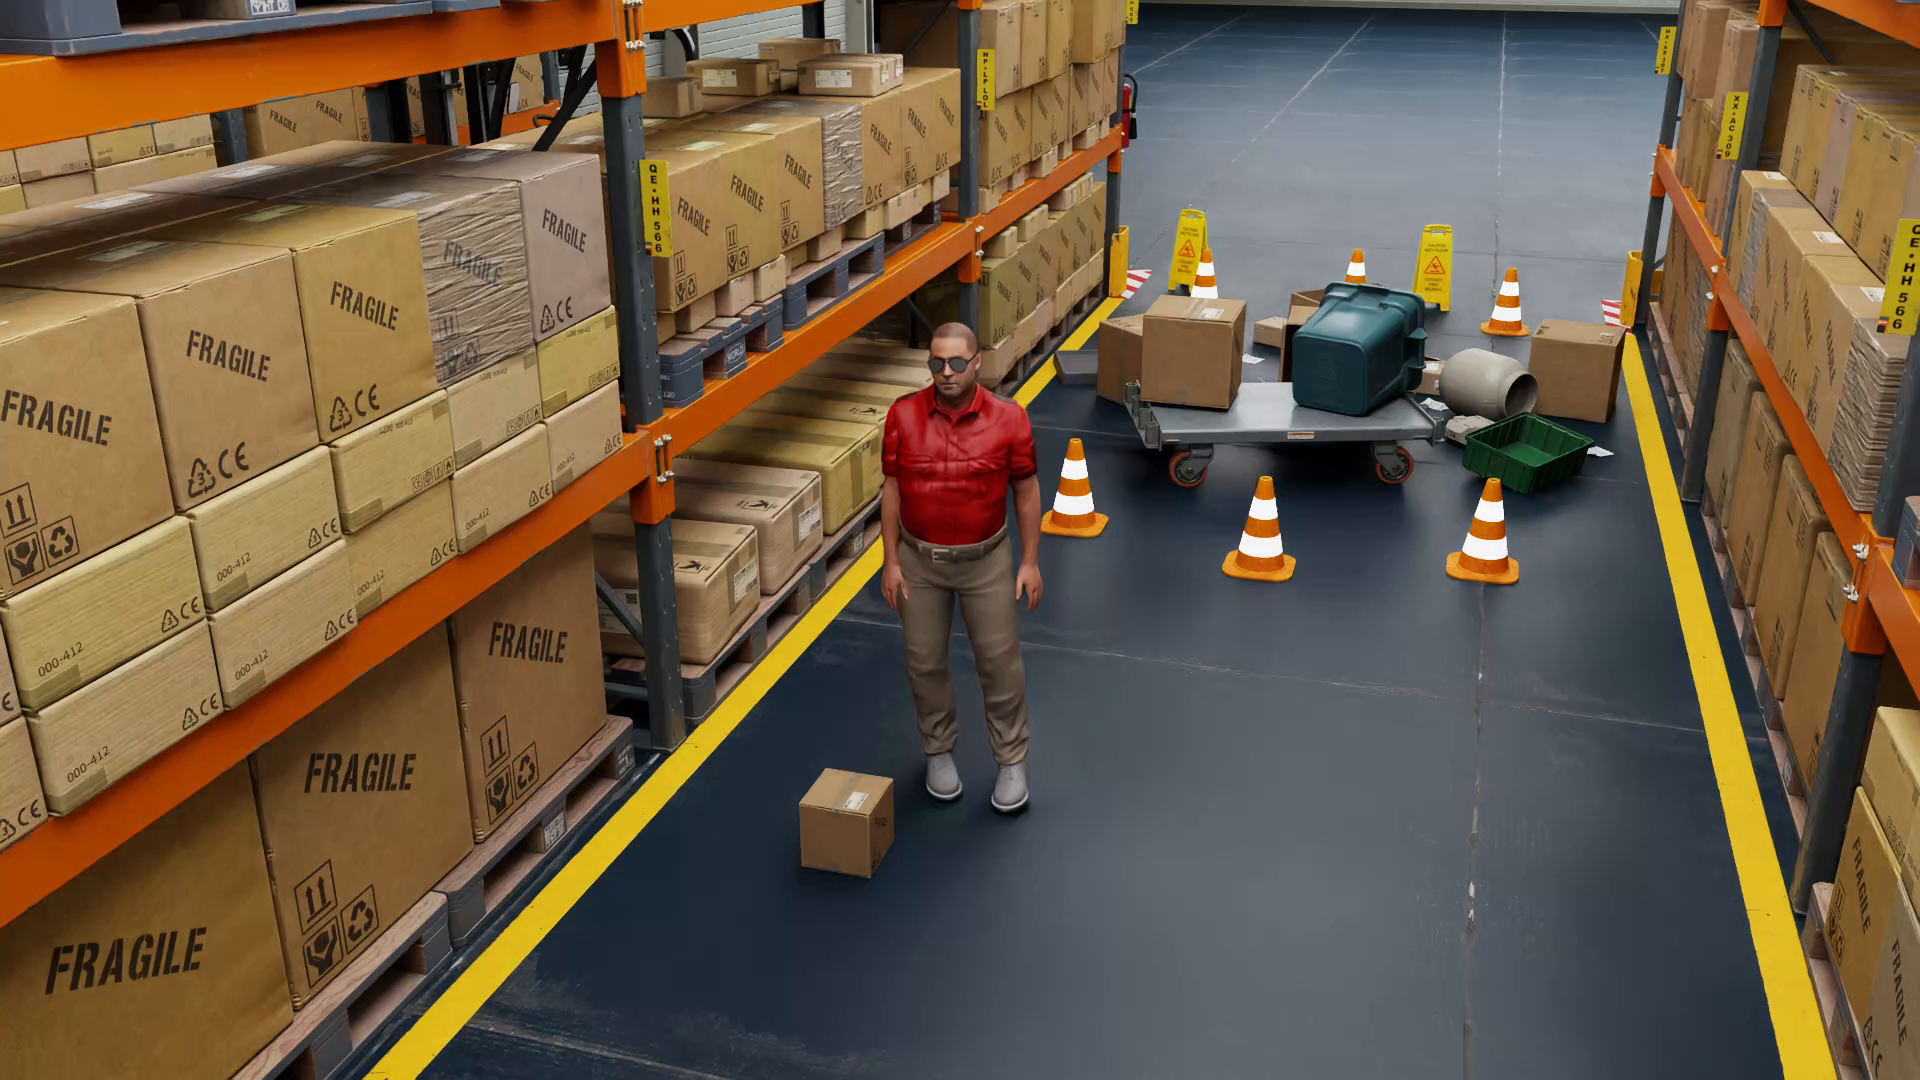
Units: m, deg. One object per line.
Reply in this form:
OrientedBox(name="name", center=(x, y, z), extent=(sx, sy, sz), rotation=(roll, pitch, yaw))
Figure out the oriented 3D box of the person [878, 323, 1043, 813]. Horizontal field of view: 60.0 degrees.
OrientedBox(name="person", center=(0.000, 0.101, 5.811), extent=(0.577, 1.735, 0.379), rotation=(3, 22, 9))
